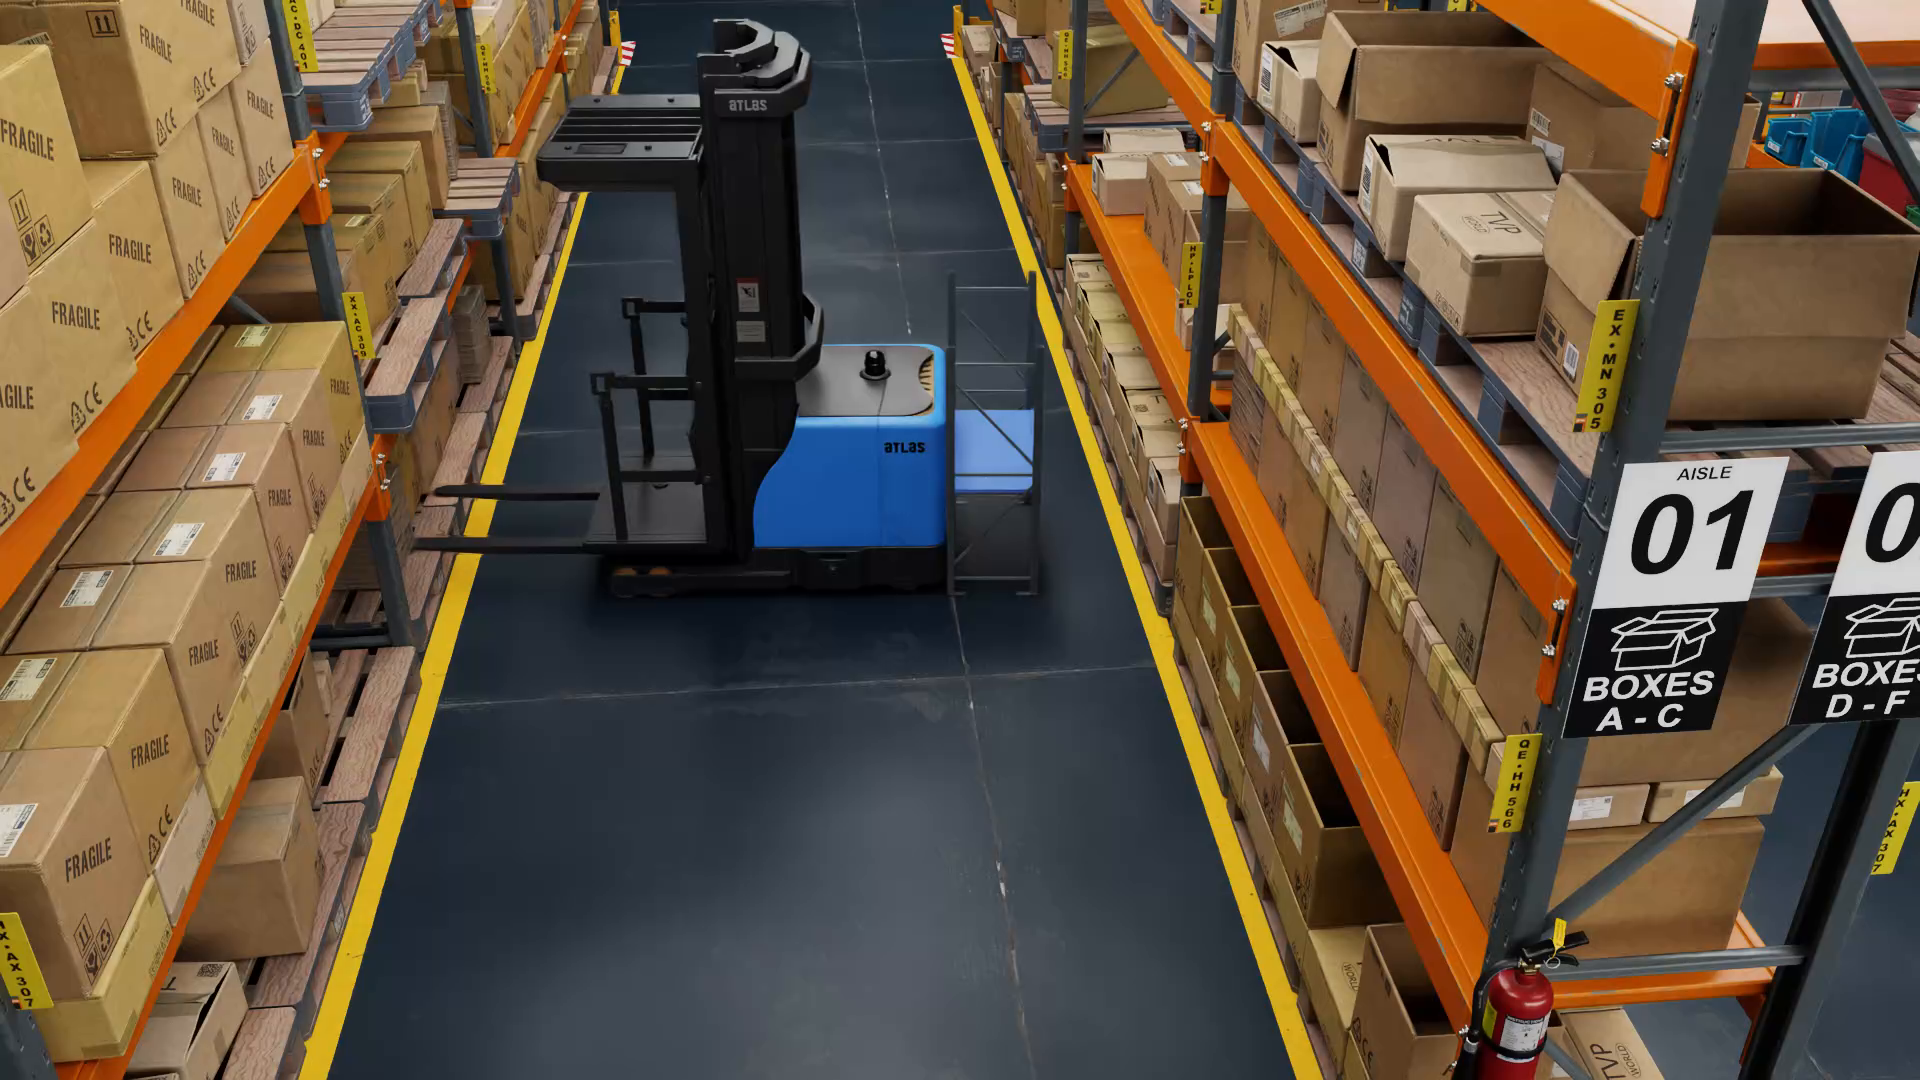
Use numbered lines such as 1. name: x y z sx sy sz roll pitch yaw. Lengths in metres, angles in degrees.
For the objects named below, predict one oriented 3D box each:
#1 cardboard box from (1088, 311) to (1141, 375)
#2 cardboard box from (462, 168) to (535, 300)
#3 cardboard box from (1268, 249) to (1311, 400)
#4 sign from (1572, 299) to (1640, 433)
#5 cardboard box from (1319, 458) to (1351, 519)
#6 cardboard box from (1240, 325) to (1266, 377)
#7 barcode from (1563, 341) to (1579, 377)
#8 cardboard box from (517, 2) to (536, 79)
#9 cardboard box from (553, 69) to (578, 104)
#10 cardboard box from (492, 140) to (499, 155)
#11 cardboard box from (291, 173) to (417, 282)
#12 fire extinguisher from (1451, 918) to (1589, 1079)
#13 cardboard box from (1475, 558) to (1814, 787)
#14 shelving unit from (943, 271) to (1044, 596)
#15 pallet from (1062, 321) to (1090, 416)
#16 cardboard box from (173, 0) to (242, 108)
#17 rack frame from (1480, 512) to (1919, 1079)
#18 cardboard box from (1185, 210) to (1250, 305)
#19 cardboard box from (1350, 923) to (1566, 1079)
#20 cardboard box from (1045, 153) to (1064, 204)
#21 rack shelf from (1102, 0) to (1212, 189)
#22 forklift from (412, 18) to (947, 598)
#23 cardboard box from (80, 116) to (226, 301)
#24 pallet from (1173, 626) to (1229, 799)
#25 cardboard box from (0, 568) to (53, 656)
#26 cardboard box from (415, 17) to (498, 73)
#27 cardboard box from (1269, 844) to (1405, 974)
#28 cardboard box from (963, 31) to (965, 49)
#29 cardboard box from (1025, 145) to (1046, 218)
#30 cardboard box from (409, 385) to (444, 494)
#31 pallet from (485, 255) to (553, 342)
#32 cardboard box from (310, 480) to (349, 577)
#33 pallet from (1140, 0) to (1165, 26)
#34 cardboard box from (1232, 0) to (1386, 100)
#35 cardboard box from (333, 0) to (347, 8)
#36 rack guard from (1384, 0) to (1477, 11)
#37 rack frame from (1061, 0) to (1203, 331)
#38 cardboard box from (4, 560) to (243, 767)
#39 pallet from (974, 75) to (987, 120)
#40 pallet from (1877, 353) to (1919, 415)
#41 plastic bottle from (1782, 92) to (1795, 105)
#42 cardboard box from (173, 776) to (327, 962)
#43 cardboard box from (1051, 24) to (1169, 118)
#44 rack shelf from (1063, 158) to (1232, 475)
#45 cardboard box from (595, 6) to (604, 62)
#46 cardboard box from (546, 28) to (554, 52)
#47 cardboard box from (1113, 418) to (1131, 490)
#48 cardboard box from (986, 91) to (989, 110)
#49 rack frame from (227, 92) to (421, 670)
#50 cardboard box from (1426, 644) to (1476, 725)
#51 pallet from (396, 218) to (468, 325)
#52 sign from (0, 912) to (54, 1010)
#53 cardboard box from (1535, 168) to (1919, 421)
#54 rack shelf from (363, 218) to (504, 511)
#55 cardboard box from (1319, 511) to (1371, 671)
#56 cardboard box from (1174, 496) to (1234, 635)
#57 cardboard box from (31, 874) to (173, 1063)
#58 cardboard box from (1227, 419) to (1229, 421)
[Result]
1. cardboard box: 1.119 -1.291 10.711 0.500 0.311 0.500 -4 31 -6
2. cardboard box: -3.610 -2.260 12.296 0.750 0.750 0.750 -3 31 -5
3. cardboard box: 1.729 -0.934 7.026 0.700 0.500 0.500 -3 31 -5
4. sign: 1.465 -0.391 3.768 0.100 0.325 0.005 -3 31 -5
5. cardboard box: 1.614 -0.202 6.434 0.380 0.149 0.250 -3 31 -5
6. cardboard box: 1.489 -0.865 7.543 0.380 0.149 0.250 -2 31 -4
7. barcode: 1.498 -0.444 4.077 0.001 0.075 0.075 -3 31 -5
8. cardboard box: -3.604 -3.847 12.859 0.500 0.500 0.500 -2 31 -3
9. cardboard box: -4.014 -4.157 15.813 0.700 0.500 0.500 -2 31 -4
10. cardboard box: -3.487 -2.830 11.788 0.380 0.149 0.250 -2 31 -4
11. cardboard box: -3.450 -1.692 9.132 0.700 0.500 0.500 1 31 2
12. fire extinguisher: 1.555 1.340 4.657 0.296 0.674 0.183 -3 31 -5
13. cardboard box: 1.971 0.358 4.862 0.700 0.500 0.500 -3 31 -4
14. shelving unit: 0.181 -0.604 9.299 0.538 1.500 1.048 0 31 0
15. pallet: 1.298 -1.241 11.622 1.003 0.211 1.213 -3 31 -5
16. cardboard box: -2.920 -1.824 5.861 0.500 0.500 0.500 -1 31 -2
17. rack frame: 2.007 1.224 4.775 1.000 3.000 0.127 -3 31 -5
18. cardboard box: 1.528 -1.523 9.277 0.500 0.500 0.500 -1 31 -1
19. cardboard box: 1.661 1.643 5.615 0.500 0.500 0.500 -3 31 -5
20. cardboard box: 0.929 -2.793 12.778 0.500 0.250 0.500 -2 31 -3
21. rack shelf: 1.446 -2.818 9.319 1.077 0.370 4.000 -3 31 -5
22. forklift: -1.580 -1.212 8.921 3.031 2.935 1.130 0 31 -1
23. cardboard box: -2.881 -1.132 5.678 0.500 0.500 0.500 -4 31 -7
24. pallet: 1.666 0.787 8.226 1.003 0.211 1.213 -3 31 -5
25. cardboard box: -3.270 0.446 5.474 0.500 0.500 0.500 -4 31 -6
26. cardboard box: -3.461 -3.381 11.347 0.500 0.250 0.500 -2 31 -3
27. cardboard box: 1.555 1.455 6.661 0.500 0.250 0.500 -3 31 -5
28. cardboard box: 0.232 -5.559 18.466 0.380 0.166 0.250 -3 31 -5
29. cardboard box: 0.835 -2.974 13.813 0.500 0.500 0.500 -4 31 -6
30. cardboard box: -3.490 -0.593 9.827 0.700 0.500 0.500 -2 31 -4
31. pallet: -3.671 -1.830 12.608 1.003 0.211 1.213 -3 31 -5
32. cardboard box: -2.914 -0.041 7.020 0.500 0.250 0.500 -3 31 -4
33. pallet: 1.519 -3.154 9.364 1.003 0.211 1.213 -1 31 -2
34. cardboard box: 1.418 -2.119 6.804 0.500 0.500 0.500 0 31 -1
35. cardboard box: -3.385 -3.002 8.419 0.500 0.500 0.500 -4 31 -6
36. rack guard: 5.429 -6.119 19.506 1.175 0.500 0.348 -3 31 -5
37. rack frame: 1.259 -2.860 11.613 1.000 3.000 0.127 -3 31 -5
38. cardboard box: -2.748 0.422 5.513 0.500 0.500 0.500 -4 31 -6
39. pallet: 0.705 -4.680 17.380 1.003 0.211 1.213 -3 31 -5
40. pallet: 6.336 -0.880 11.017 1.003 0.211 1.213 -3 31 -5
41. plastic bottle: 6.430 -3.515 12.831 0.152 0.276 0.135 -3 31 -5
42. cardboard box: -2.972 1.322 6.620 0.700 0.500 0.500 -5 31 -8
43. cardboard box: 1.088 -3.400 12.009 0.700 0.500 0.500 -13 33 -21
44. rack shelf: 1.446 -1.530 10.088 1.077 0.370 4.000 -3 31 -5
45. cardboard box: -4.255 -5.460 17.994 0.700 0.500 0.500 -3 31 -5
46. cardboard box: -3.685 -4.277 14.211 0.380 0.149 0.250 -2 31 -4
47. cardboard box: 1.212 -0.535 9.993 0.500 0.250 0.500 -2 31 -3
48. cardboard box: 0.455 -4.333 16.431 0.380 0.149 0.250 -3 31 -5
49. rack frame: -3.298 -0.579 7.794 1.000 3.000 0.127 -3 31 -5
50. cardboard box: 1.732 0.453 5.337 0.380 0.149 0.250 -3 31 -5
51. pallet: -3.447 -1.530 9.573 1.003 0.211 1.213 -3 31 -5
52. sign: -2.385 1.066 4.197 0.100 0.325 0.005 -3 31 -5
53. cardboard box: 1.957 -0.642 4.328 0.797 0.503 0.637 -1 31 -1
54. rack shelf: -3.485 -1.291 9.688 1.077 0.370 4.000 -3 31 -5
55. cardboard box: 1.829 0.152 6.473 0.700 0.500 0.500 -2 31 -3
56. cardboard box: 1.365 0.112 8.178 0.500 0.500 0.500 -3 31 -5
57. cardboard box: -2.654 1.255 4.851 0.500 0.250 0.500 -4 31 -6
58. cardboard box: 1.801 -0.537 9.450 0.500 0.311 0.500 -3 31 -5
